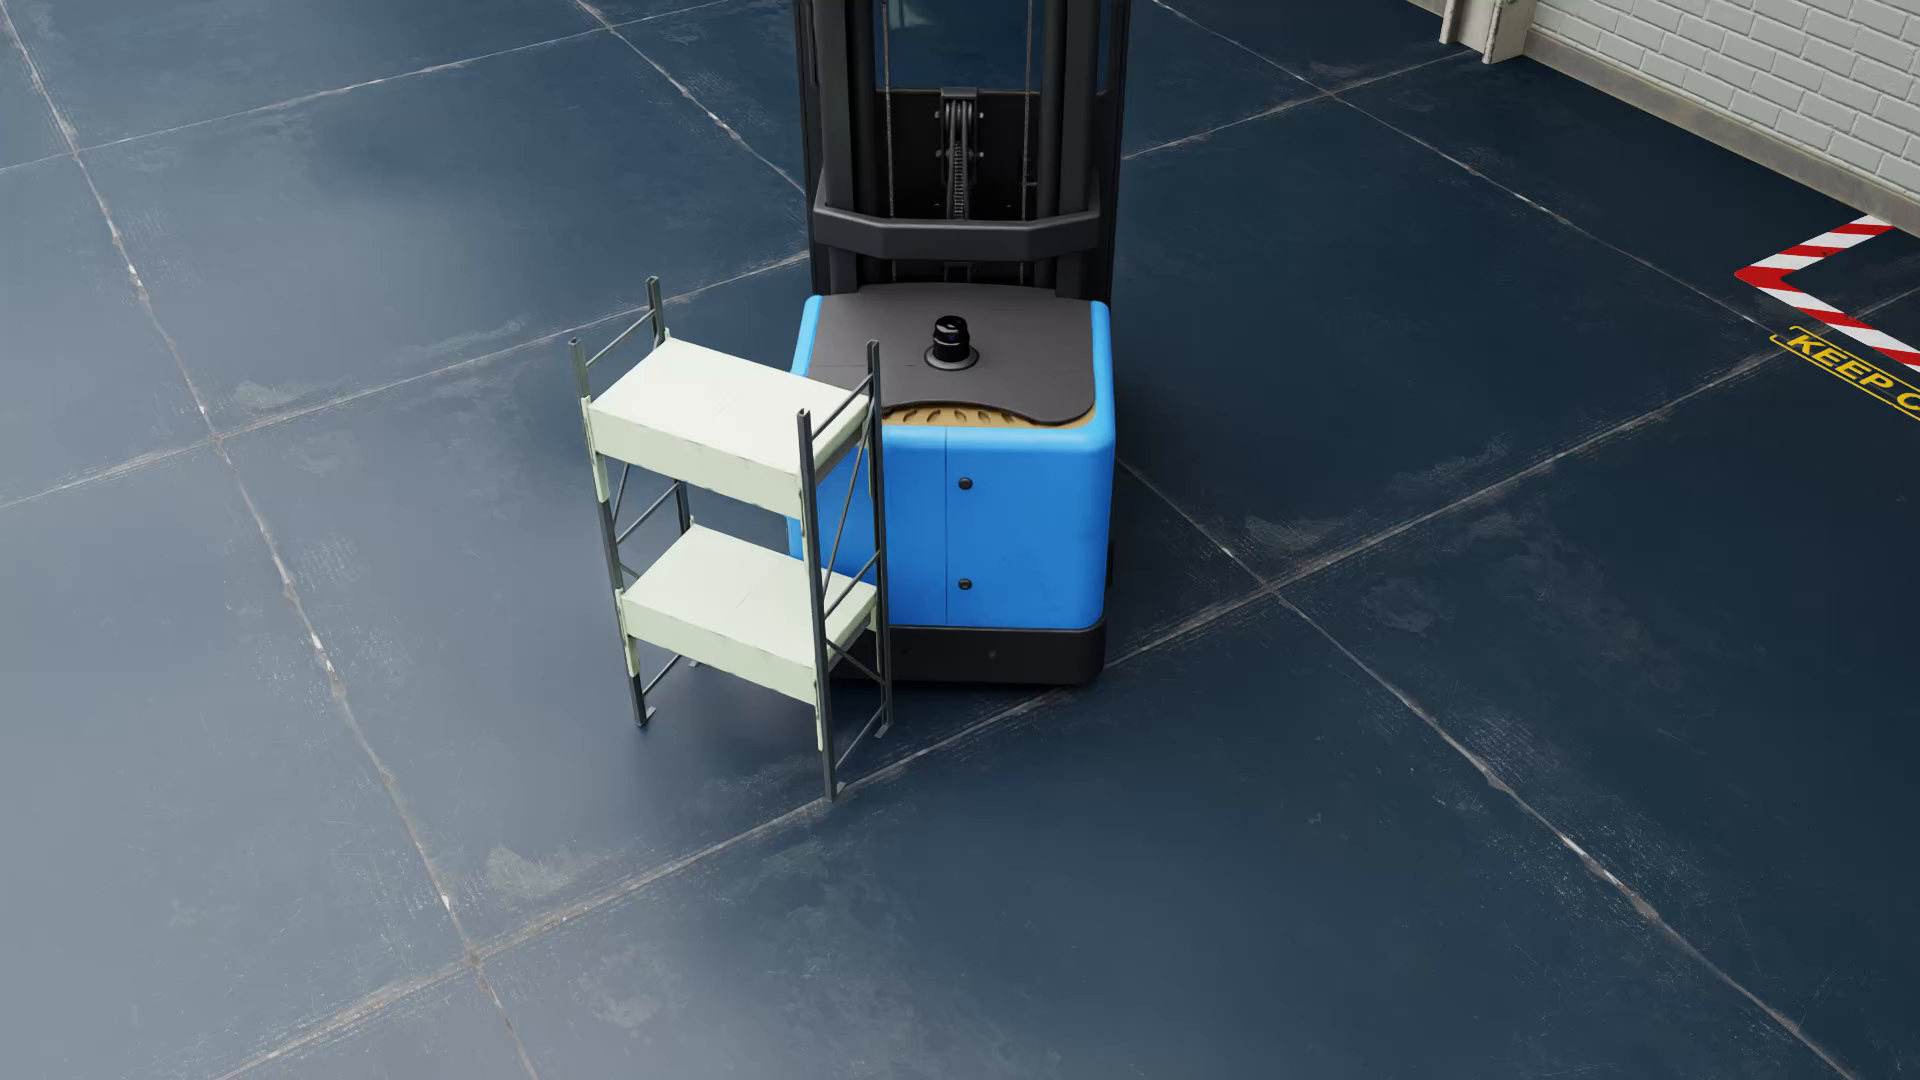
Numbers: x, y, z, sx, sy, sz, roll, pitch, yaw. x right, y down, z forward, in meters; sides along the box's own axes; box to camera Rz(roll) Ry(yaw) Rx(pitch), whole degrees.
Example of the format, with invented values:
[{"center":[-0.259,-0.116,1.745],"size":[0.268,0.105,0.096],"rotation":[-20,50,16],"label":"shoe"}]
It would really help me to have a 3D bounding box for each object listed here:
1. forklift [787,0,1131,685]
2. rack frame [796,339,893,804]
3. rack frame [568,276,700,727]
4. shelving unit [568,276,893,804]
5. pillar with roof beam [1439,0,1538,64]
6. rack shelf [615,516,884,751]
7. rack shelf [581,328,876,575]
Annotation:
[{"center":[0.016,-1.566,5.840],"size":[1.130,2.935,3.031],"rotation":[1,40,2],"label":"forklift"},{"center":[-0.323,0.141,4.910],"size":[0.023,1.500,0.400],"rotation":[18,43,21],"label":"rack frame"},{"center":[-0.974,-0.074,5.167],"size":[0.023,1.500,0.400],"rotation":[18,43,21],"label":"rack frame"},{"center":[-0.648,0.033,5.038],"size":[0.755,1.500,0.431],"rotation":[18,43,21],"label":"shelving unit"},{"center":[-0.582,-4.855,5.047],"size":[9.100,9.000,0.400],"rotation":[-22,45,-24],"label":"pillar with roof beam"},{"center":[-0.648,0.284,5.247],"size":[0.720,0.370,0.431],"rotation":[18,43,21],"label":"rack shelf"},{"center":[-0.648,-0.266,4.788],"size":[0.720,0.370,0.431],"rotation":[18,43,21],"label":"rack shelf"}]
